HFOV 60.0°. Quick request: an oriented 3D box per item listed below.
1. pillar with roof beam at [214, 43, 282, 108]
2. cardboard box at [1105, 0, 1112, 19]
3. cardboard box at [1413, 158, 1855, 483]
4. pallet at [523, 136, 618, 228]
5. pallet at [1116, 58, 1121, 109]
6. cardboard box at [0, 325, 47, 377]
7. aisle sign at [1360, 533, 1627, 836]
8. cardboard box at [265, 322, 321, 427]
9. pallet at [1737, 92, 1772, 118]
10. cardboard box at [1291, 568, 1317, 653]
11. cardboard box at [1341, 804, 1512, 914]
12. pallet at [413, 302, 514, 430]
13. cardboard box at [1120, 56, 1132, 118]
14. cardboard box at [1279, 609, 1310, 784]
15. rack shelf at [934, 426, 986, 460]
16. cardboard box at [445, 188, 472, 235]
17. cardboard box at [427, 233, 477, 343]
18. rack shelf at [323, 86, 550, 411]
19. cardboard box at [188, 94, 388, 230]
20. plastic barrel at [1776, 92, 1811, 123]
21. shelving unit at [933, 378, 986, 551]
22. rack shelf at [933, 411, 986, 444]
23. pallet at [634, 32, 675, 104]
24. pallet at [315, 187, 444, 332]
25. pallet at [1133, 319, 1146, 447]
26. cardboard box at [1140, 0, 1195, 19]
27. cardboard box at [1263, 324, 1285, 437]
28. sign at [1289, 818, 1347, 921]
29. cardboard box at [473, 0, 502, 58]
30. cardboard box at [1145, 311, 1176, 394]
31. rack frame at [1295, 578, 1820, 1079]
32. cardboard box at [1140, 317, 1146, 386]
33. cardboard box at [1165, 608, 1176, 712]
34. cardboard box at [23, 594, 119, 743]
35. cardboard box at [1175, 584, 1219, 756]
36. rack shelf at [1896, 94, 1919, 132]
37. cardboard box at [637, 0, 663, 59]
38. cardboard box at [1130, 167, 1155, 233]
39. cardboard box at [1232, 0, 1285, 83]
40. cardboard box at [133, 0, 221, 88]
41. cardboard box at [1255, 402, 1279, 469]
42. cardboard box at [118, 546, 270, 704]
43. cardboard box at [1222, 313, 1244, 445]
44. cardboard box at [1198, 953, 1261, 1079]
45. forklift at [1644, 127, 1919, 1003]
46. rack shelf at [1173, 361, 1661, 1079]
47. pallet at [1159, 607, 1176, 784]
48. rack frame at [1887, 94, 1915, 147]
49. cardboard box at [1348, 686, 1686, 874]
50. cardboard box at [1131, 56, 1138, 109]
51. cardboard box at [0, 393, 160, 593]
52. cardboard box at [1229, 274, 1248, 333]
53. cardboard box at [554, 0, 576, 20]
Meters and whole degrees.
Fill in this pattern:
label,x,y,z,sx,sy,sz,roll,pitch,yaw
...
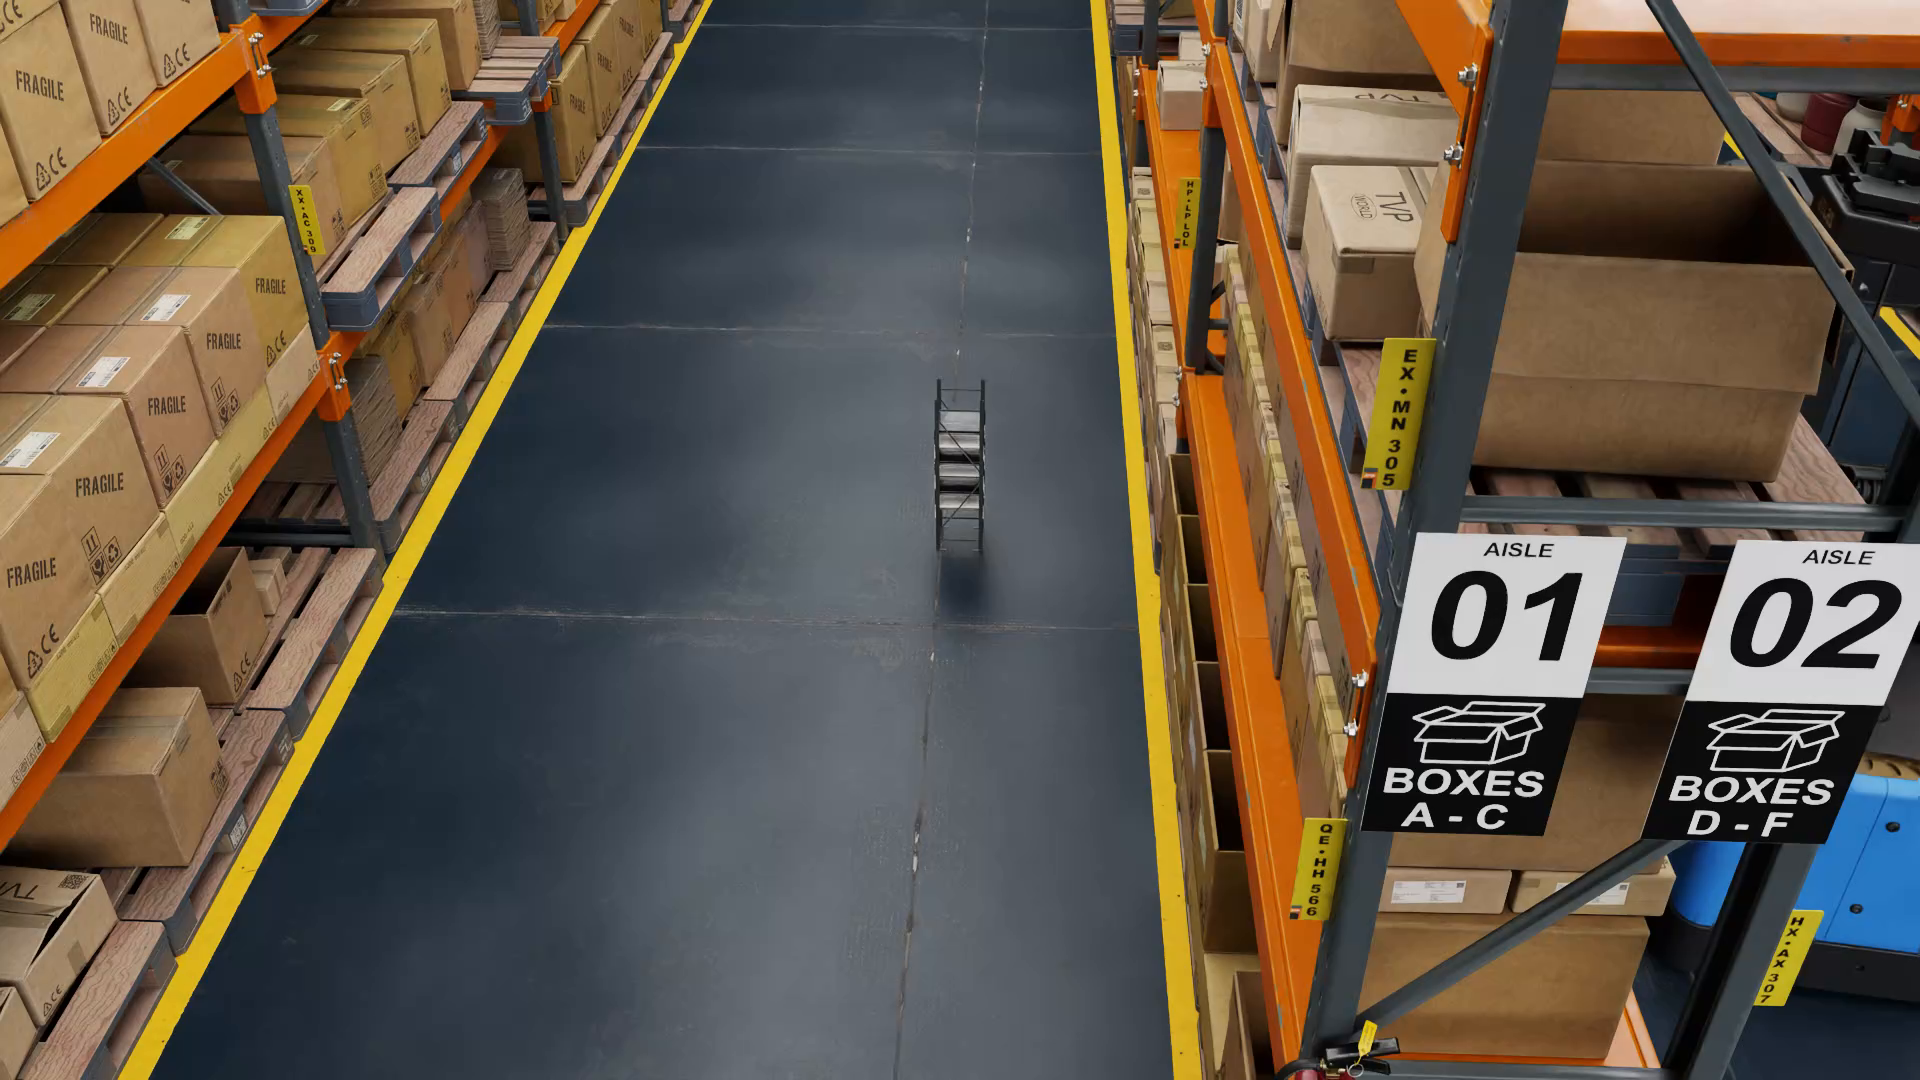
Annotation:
label,x,y,z,sx,sy,sz,roll,pitch,yaw
pillar with roof beam,0.118,-4.990,7.970,9.100,9.000,0.400,1,35,2
cardboard box,1.583,-5.039,15.049,0.500,0.500,0.500,1,35,2
cardboard box,1.389,-0.482,3.588,0.797,0.503,0.637,4,35,5
pallet,-3.160,-2.672,12.315,1.003,0.211,1.213,1,35,2
pallet,1.849,-3.939,14.117,1.003,0.211,1.213,1,35,2
cardboard box,-3.705,-0.469,6.215,0.500,0.500,0.500,2,35,3
aisle sign,1.066,0.314,3.380,0.394,0.787,0.004,1,35,2
cardboard box,-3.144,-0.732,7.241,0.500,0.250,0.500,1,35,2
pallet,6.720,-3.848,13.988,1.003,0.211,1.213,1,35,2
cardboard box,1.228,0.223,5.118,0.380,0.149,0.250,2,35,3
cardboard box,1.187,0.816,4.275,0.380,0.149,0.250,1,35,1
pallet,-3.351,-1.073,10.039,1.003,0.211,1.213,1,35,2
cardboard box,1.522,-3.549,12.928,0.500,0.500,0.500,0,35,0
cardboard box,1.435,0.451,5.359,0.700,0.500,0.500,2,35,2
rack shelf,0.000,-0.493,8.359,0.258,0.077,0.200,1,35,2
cardboard box,-3.329,-2.085,10.193,0.500,0.250,0.500,2,35,3
cardboard box,-3.372,-1.525,10.048,0.700,0.500,0.500,1,35,2
rack shelf,-3.347,-1.919,9.443,1.077,0.370,4.000,1,35,2
cardboard box,-3.343,-1.897,8.317,0.700,0.500,0.500,5,35,7
plastic barrel,6.614,-3.544,12.928,0.421,0.512,0.421,0,35,0
shelving unit,0.000,-0.373,8.444,0.258,0.900,0.210,1,35,2
rack shelf,0.000,-0.566,8.308,0.258,0.077,0.200,1,35,2
pallet,-3.062,-4.074,14.309,1.003,0.211,1.213,1,35,2
pallet,-3.251,-1.421,8.276,1.003,0.211,1.213,1,35,2
pallet,1.559,-0.938,9.847,1.003,0.211,1.213,1,35,2
cardboard box,1.596,-3.827,11.080,0.700,0.500,0.500,-10,36,-14
cardboard box,1.471,-0.690,5.854,0.700,0.500,0.500,1,35,2
sign,0.820,0.755,3.799,0.100,0.325,0.005,1,35,2
cardboard box,-3.276,-3.313,10.331,0.700,0.500,0.500,-3,35,-4
cardboard box,1.289,-1.053,9.124,0.500,0.311,0.500,1,35,2
rack frame,1.362,1.346,4.171,1.000,3.000,0.127,1,35,2
cardboard box,1.314,-1.120,9.707,0.500,0.250,0.500,2,35,3
cardboard box,1.176,0.548,7.333,0.500,0.250,0.500,1,35,2
cardboard box,-3.218,0.423,5.598,0.500,0.250,0.500,1,35,1
cardboard box,1.151,0.528,6.709,0.500,0.500,0.500,1,35,2
rack shelf,6.552,-1.690,9.117,1.077,0.370,4.000,1,35,2
cardboard box,-3.002,-4.576,14.103,0.750,0.750,0.750,2,35,2
cardboard box,1.369,-2.232,10.801,0.500,0.311,0.500,2,35,3
cardboard box,1.217,-1.778,5.599,0.500,0.311,0.500,0,35,-1
cardboard box,-3.201,-2.043,6.281,0.500,0.500,0.500,2,35,3
cardboard box,1.270,-0.368,5.959,0.380,0.149,0.250,0,35,1
cardboard box,-3.429,0.376,7.343,0.500,0.500,0.500,-1,35,-2
cardboard box,1.511,-0.738,7.050,0.700,0.500,0.500,0,35,1
cardboard box,1.096,1.697,5.698,0.500,0.250,0.500,1,35,2
forklift,3.422,-0.329,6.615,1.130,2.935,3.031,6,36,8
rack shelf,1.442,0.492,6.013,1.077,0.370,4.000,1,35,2
pallet,1.449,0.645,7.594,1.003,0.211,1.213,1,35,2
rack frame,6.632,-3.133,10.545,1.000,3.000,0.127,1,35,2
cardboard box,1.395,0.476,4.194,0.700,0.500,0.500,1,35,2
cardboard box,1.484,-3.289,11.906,0.500,0.250,0.500,3,35,4
cardboard box,-3.203,-0.164,5.781,0.500,0.500,0.500,2,35,3
cardboard box,1.308,-0.964,6.807,0.380,0.149,0.250,2,35,3
cardboard box,-2.908,-3.747,11.619,0.380,0.149,0.250,2,35,3
